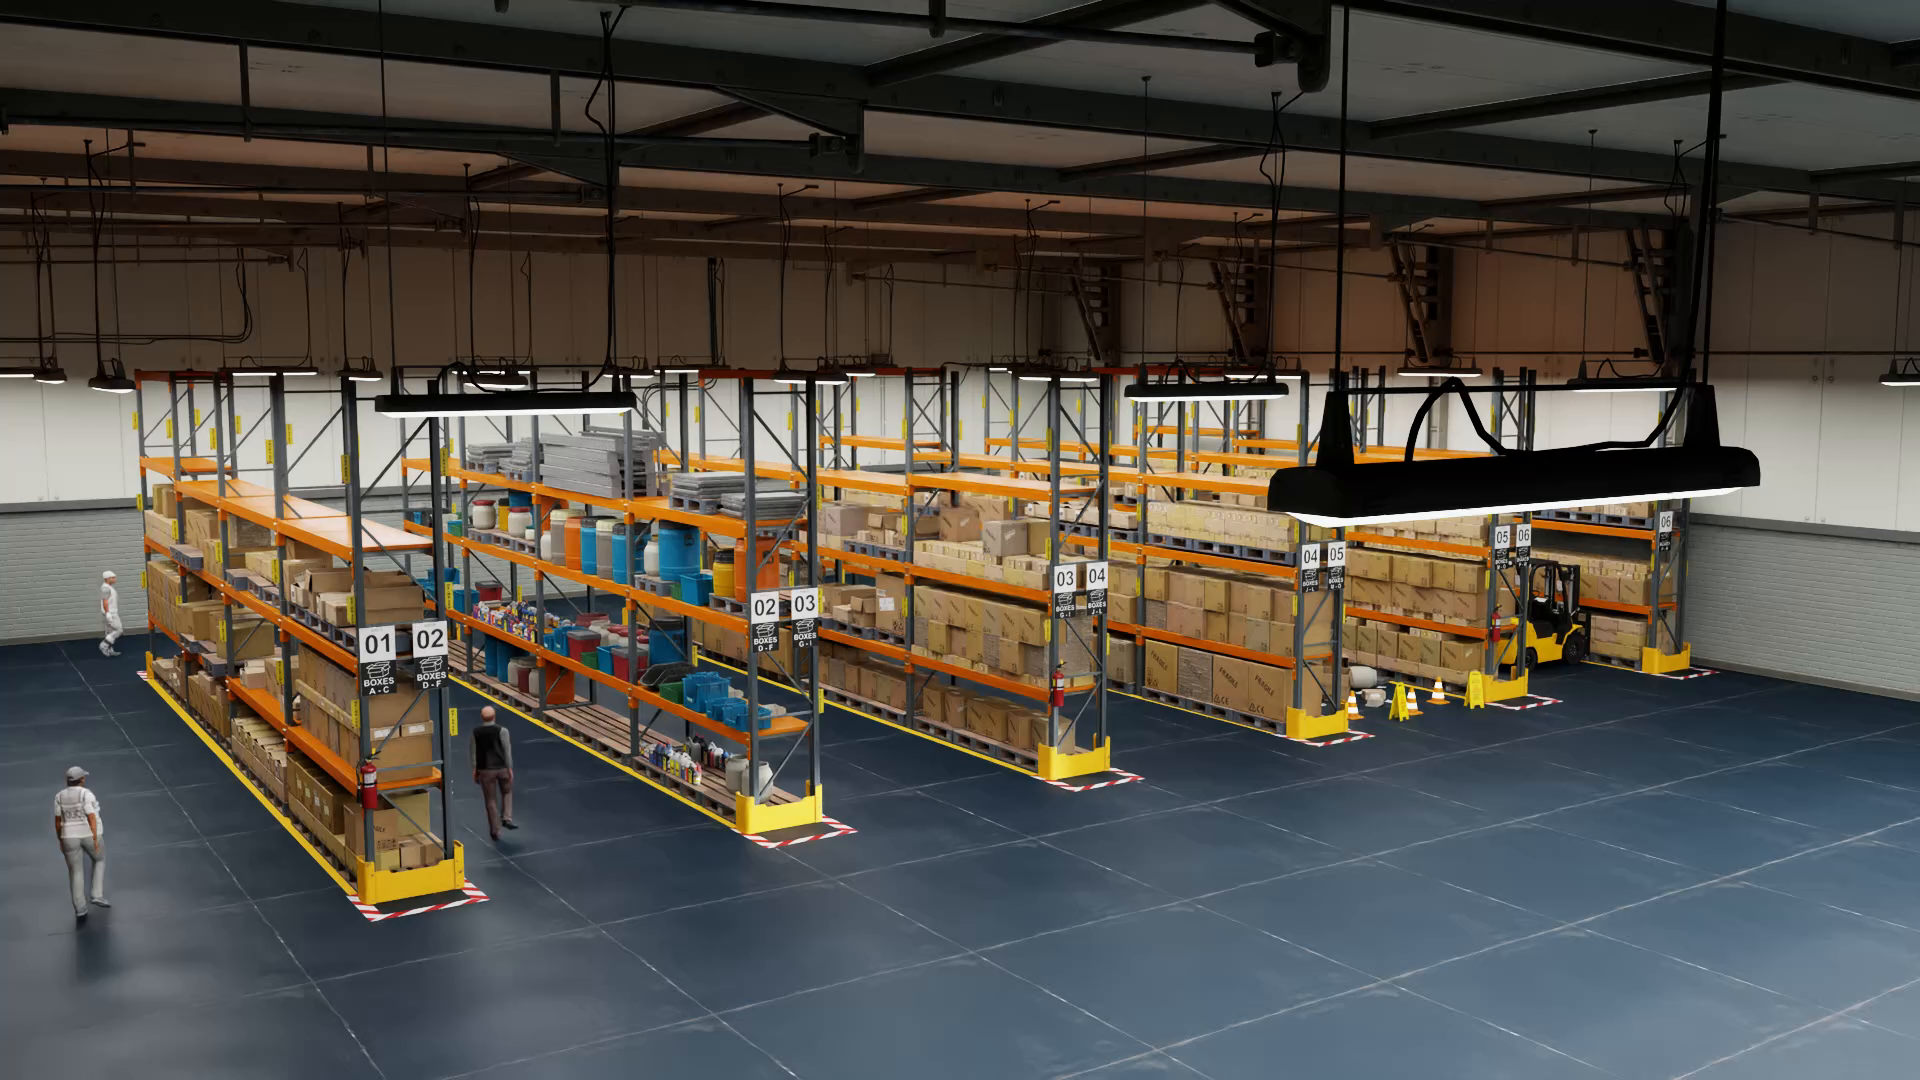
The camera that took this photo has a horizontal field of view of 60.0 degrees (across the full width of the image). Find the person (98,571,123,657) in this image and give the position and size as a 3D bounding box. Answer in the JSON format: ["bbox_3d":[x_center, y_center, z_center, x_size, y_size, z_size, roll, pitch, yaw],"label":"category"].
[{"bbox_3d":[-17.674,1.533,34.509,0.472,1.788,0.581,-4,7,-31],"label":"person"}]

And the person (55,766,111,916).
[{"bbox_3d":[-9.935,3.400,18.787,0.512,1.674,0.545,-3,7,-21],"label":"person"}]

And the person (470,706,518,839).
[{"bbox_3d":[-6.100,3.022,21.731,0.569,1.709,0.464,-2,7,-20],"label":"person"}]
